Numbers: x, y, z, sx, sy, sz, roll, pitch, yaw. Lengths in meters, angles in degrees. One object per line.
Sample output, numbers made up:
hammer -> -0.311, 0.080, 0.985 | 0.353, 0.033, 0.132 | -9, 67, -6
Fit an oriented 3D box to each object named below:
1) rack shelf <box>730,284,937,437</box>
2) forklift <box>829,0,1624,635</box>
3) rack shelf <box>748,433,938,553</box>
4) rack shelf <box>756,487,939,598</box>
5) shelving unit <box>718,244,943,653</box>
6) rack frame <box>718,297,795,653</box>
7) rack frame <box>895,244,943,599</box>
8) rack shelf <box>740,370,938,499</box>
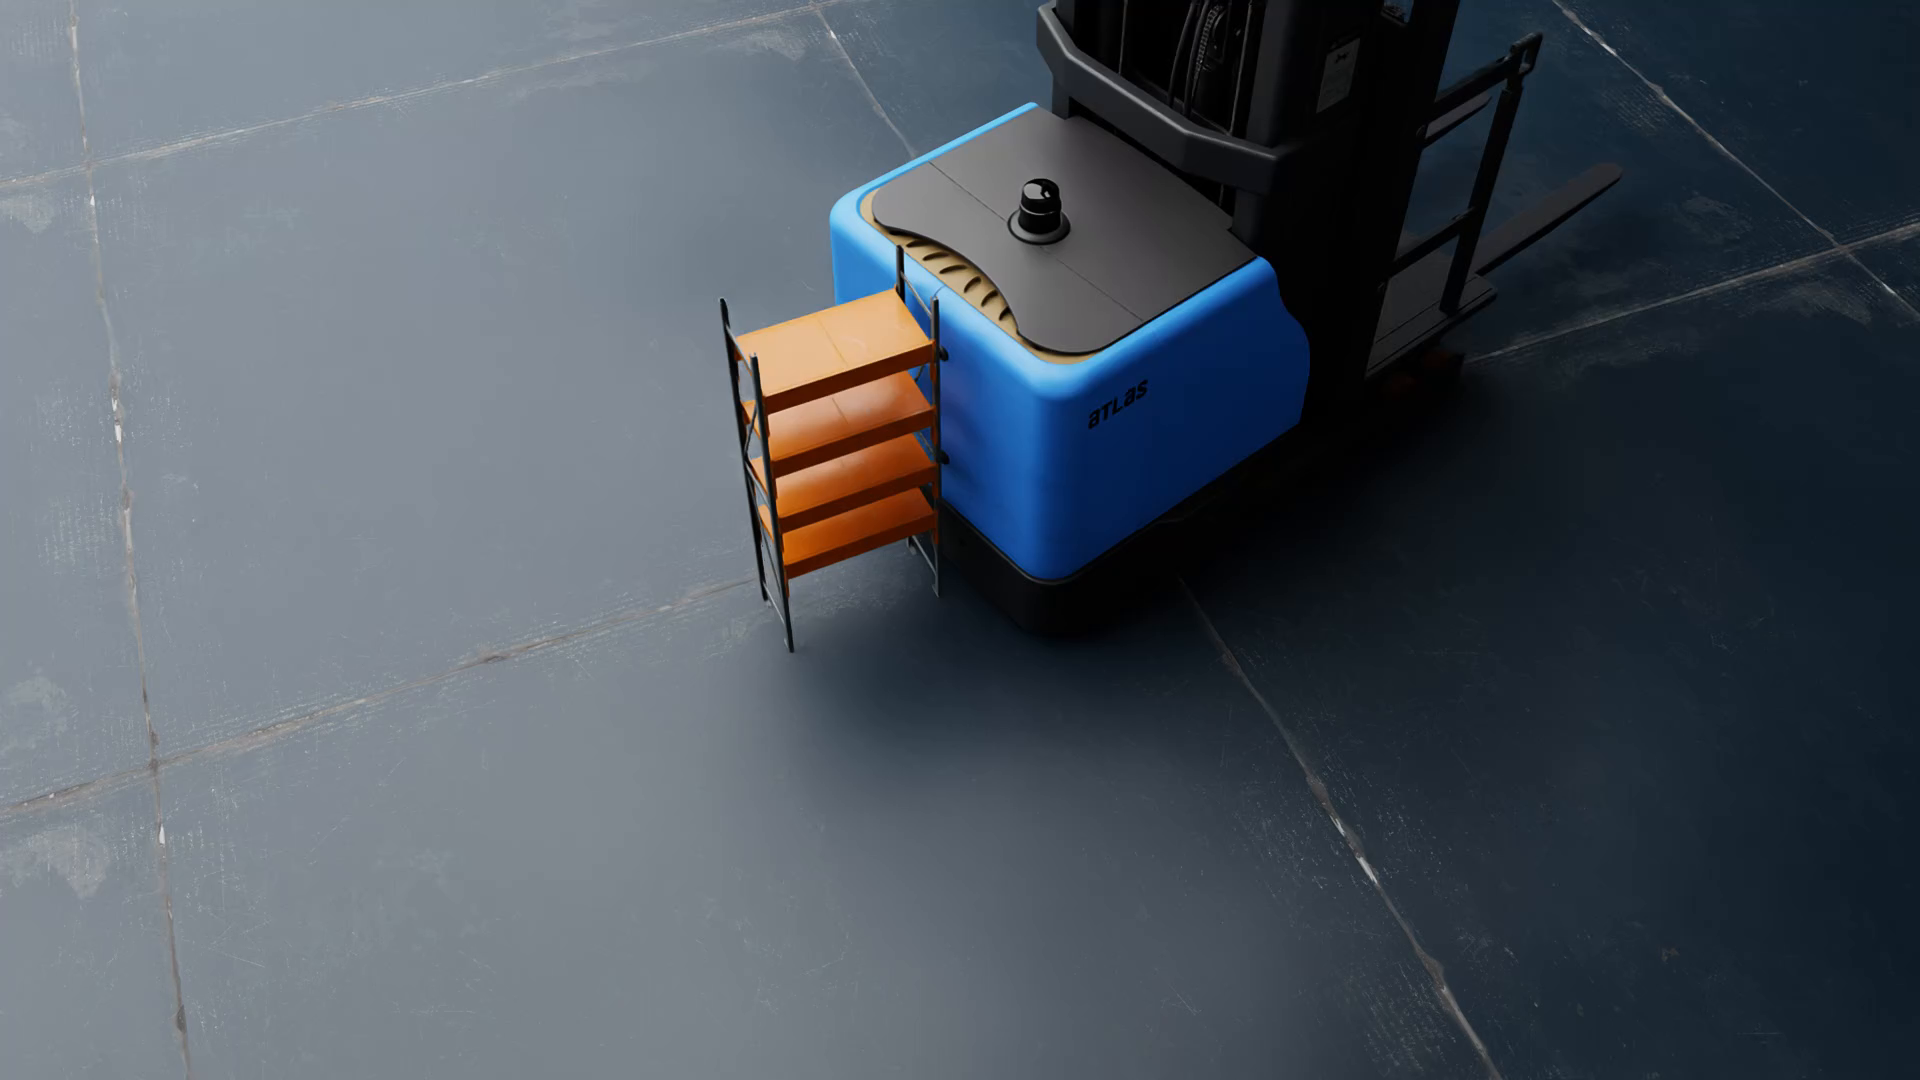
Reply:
rack shelf -> -0.331, -0.473, 4.347 | 0.480, 0.148, 0.258 | -20, 52, -16
forklift -> 1.073, -1.634, 4.721 | 3.031, 2.935, 1.130 | -32, 57, -25
rack shelf -> -0.331, -0.173, 4.696 | 0.480, 0.148, 0.258 | -20, 52, -16
rack shelf -> -0.331, -0.044, 4.847 | 0.480, 0.148, 0.258 | -20, 52, -16
shelving unit -> -0.331, -0.217, 4.645 | 0.503, 1.200, 0.258 | -20, 52, -16
rack frame -> -0.552, -0.138, 4.577 | 0.015, 1.200, 0.240 | -20, 52, -16
rack frame -> -0.111, -0.296, 4.713 | 0.015, 1.200, 0.240 | -20, 52, -16
rack shelf -> -0.331, -0.319, 4.527 | 0.480, 0.148, 0.258 | -20, 52, -16
